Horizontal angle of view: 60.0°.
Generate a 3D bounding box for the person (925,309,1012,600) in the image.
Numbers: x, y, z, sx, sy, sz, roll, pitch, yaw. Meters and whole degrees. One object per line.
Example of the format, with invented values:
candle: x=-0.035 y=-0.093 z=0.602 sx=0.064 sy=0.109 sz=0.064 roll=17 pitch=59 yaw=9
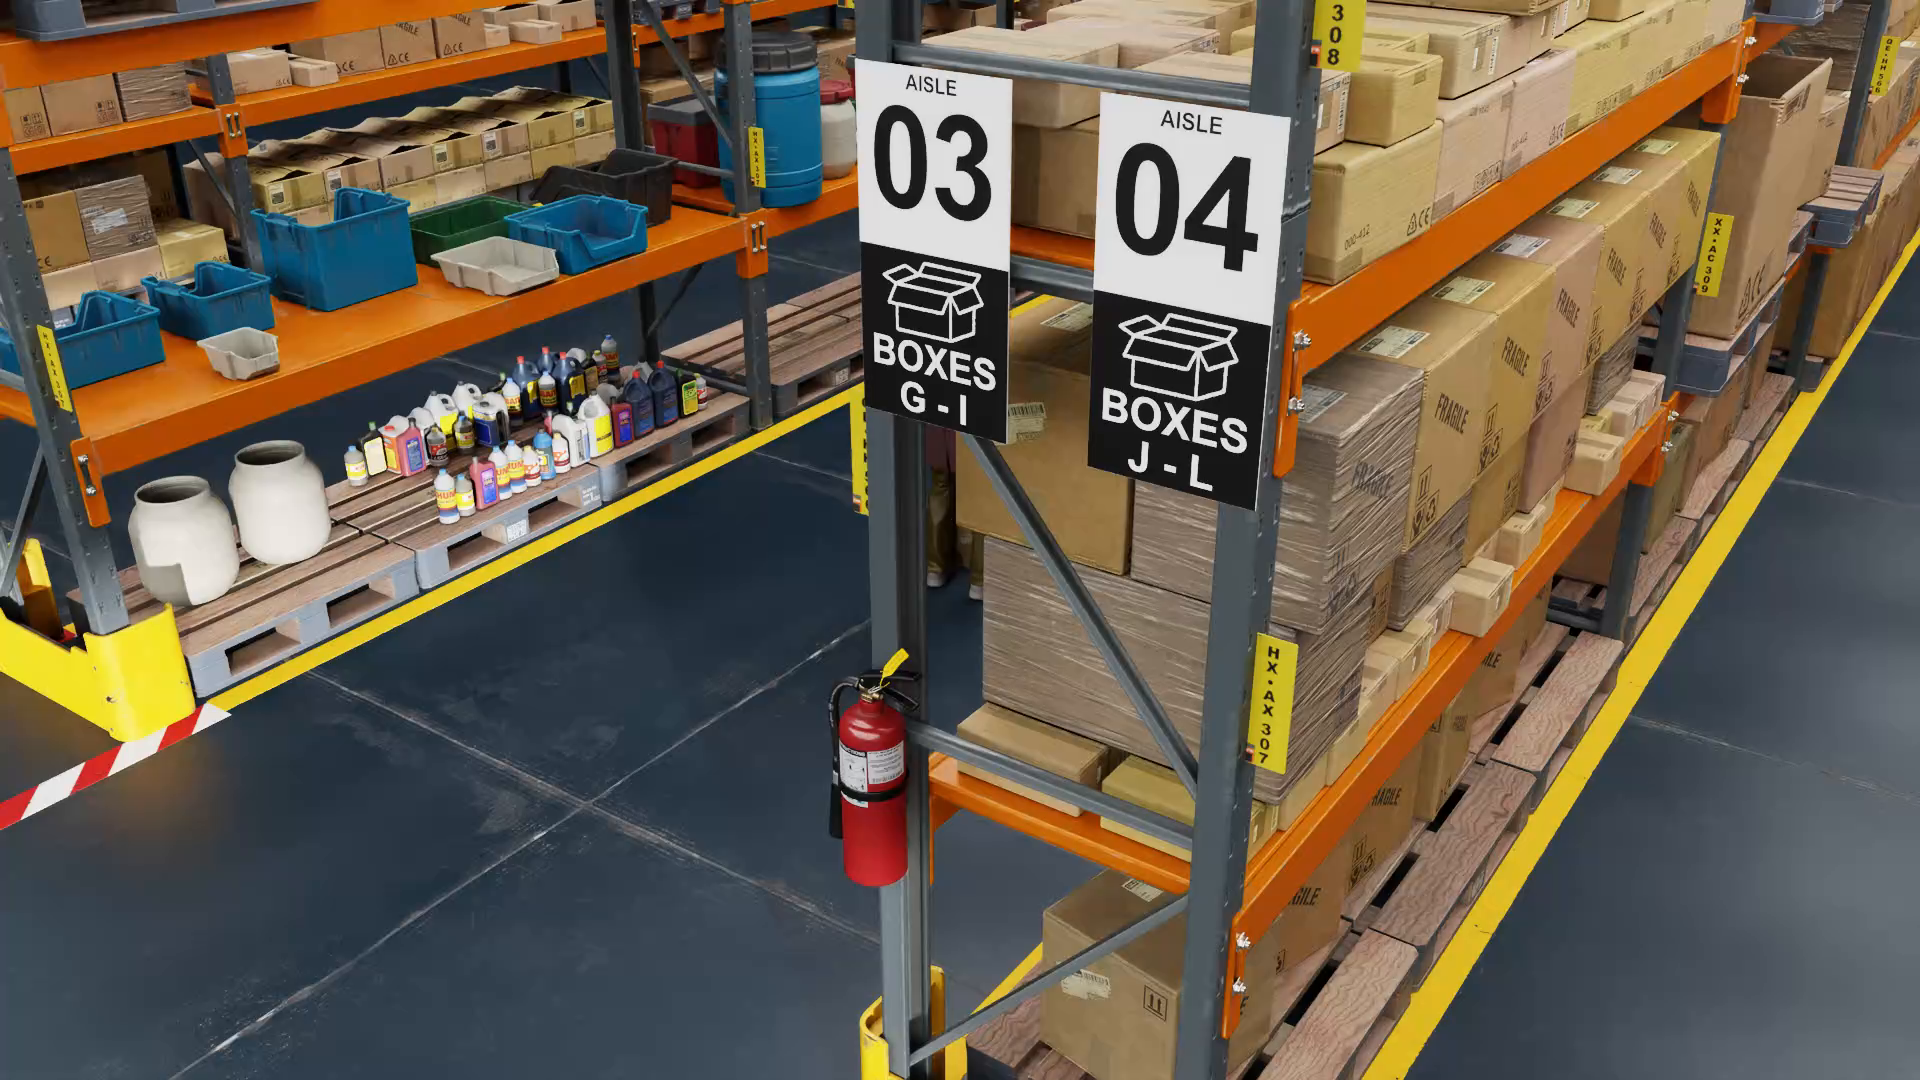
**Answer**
person: x=0.016 y=-0.592 z=7.817 sx=0.625 sy=1.773 sz=0.427 roll=16 pitch=31 yaw=29
